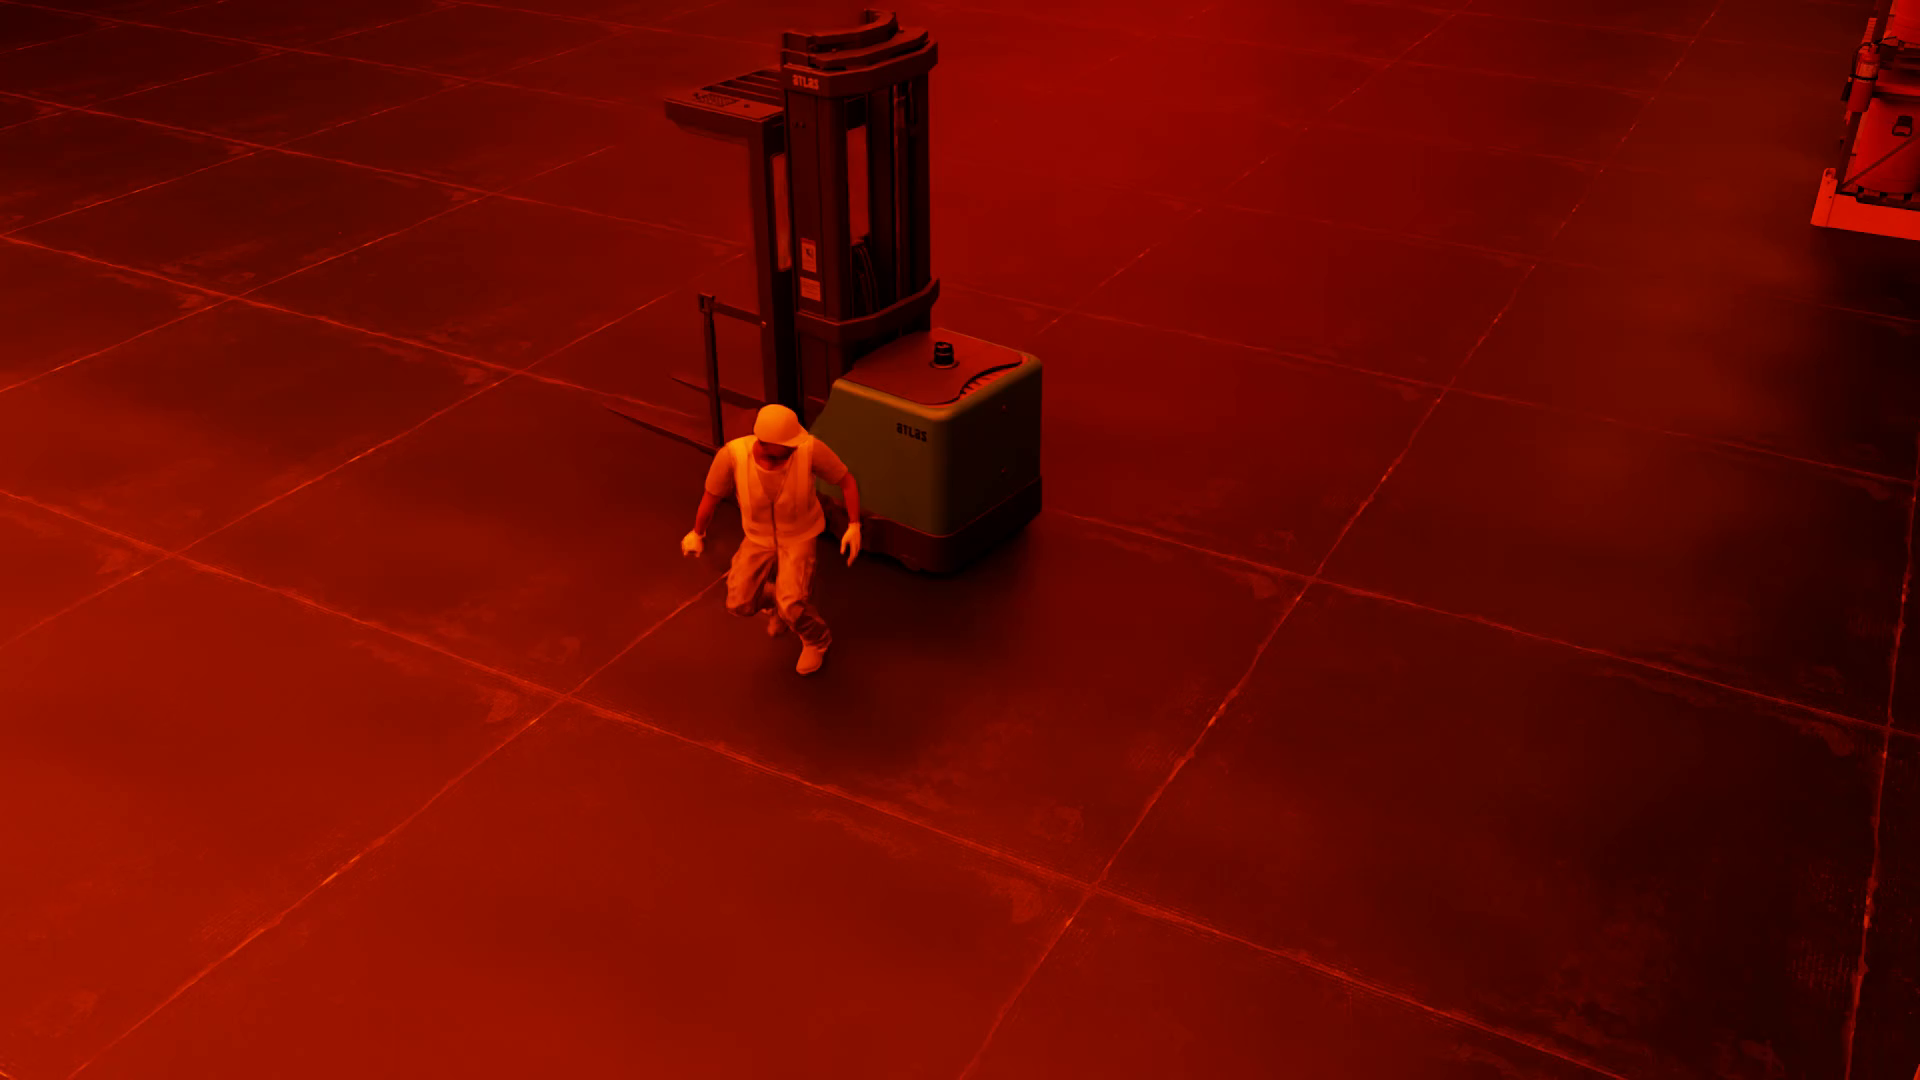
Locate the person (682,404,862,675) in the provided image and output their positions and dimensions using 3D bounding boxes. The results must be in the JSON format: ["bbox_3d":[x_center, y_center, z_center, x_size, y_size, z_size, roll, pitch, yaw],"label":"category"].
[{"bbox_3d":[-0.957,-0.061,8.564,0.959,1.592,0.588,4,30,8],"label":"person"}]

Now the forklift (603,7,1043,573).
[{"bbox_3d":[-0.984,-1.659,9.946,3.031,2.935,1.130,21,36,31],"label":"forklift"}]
